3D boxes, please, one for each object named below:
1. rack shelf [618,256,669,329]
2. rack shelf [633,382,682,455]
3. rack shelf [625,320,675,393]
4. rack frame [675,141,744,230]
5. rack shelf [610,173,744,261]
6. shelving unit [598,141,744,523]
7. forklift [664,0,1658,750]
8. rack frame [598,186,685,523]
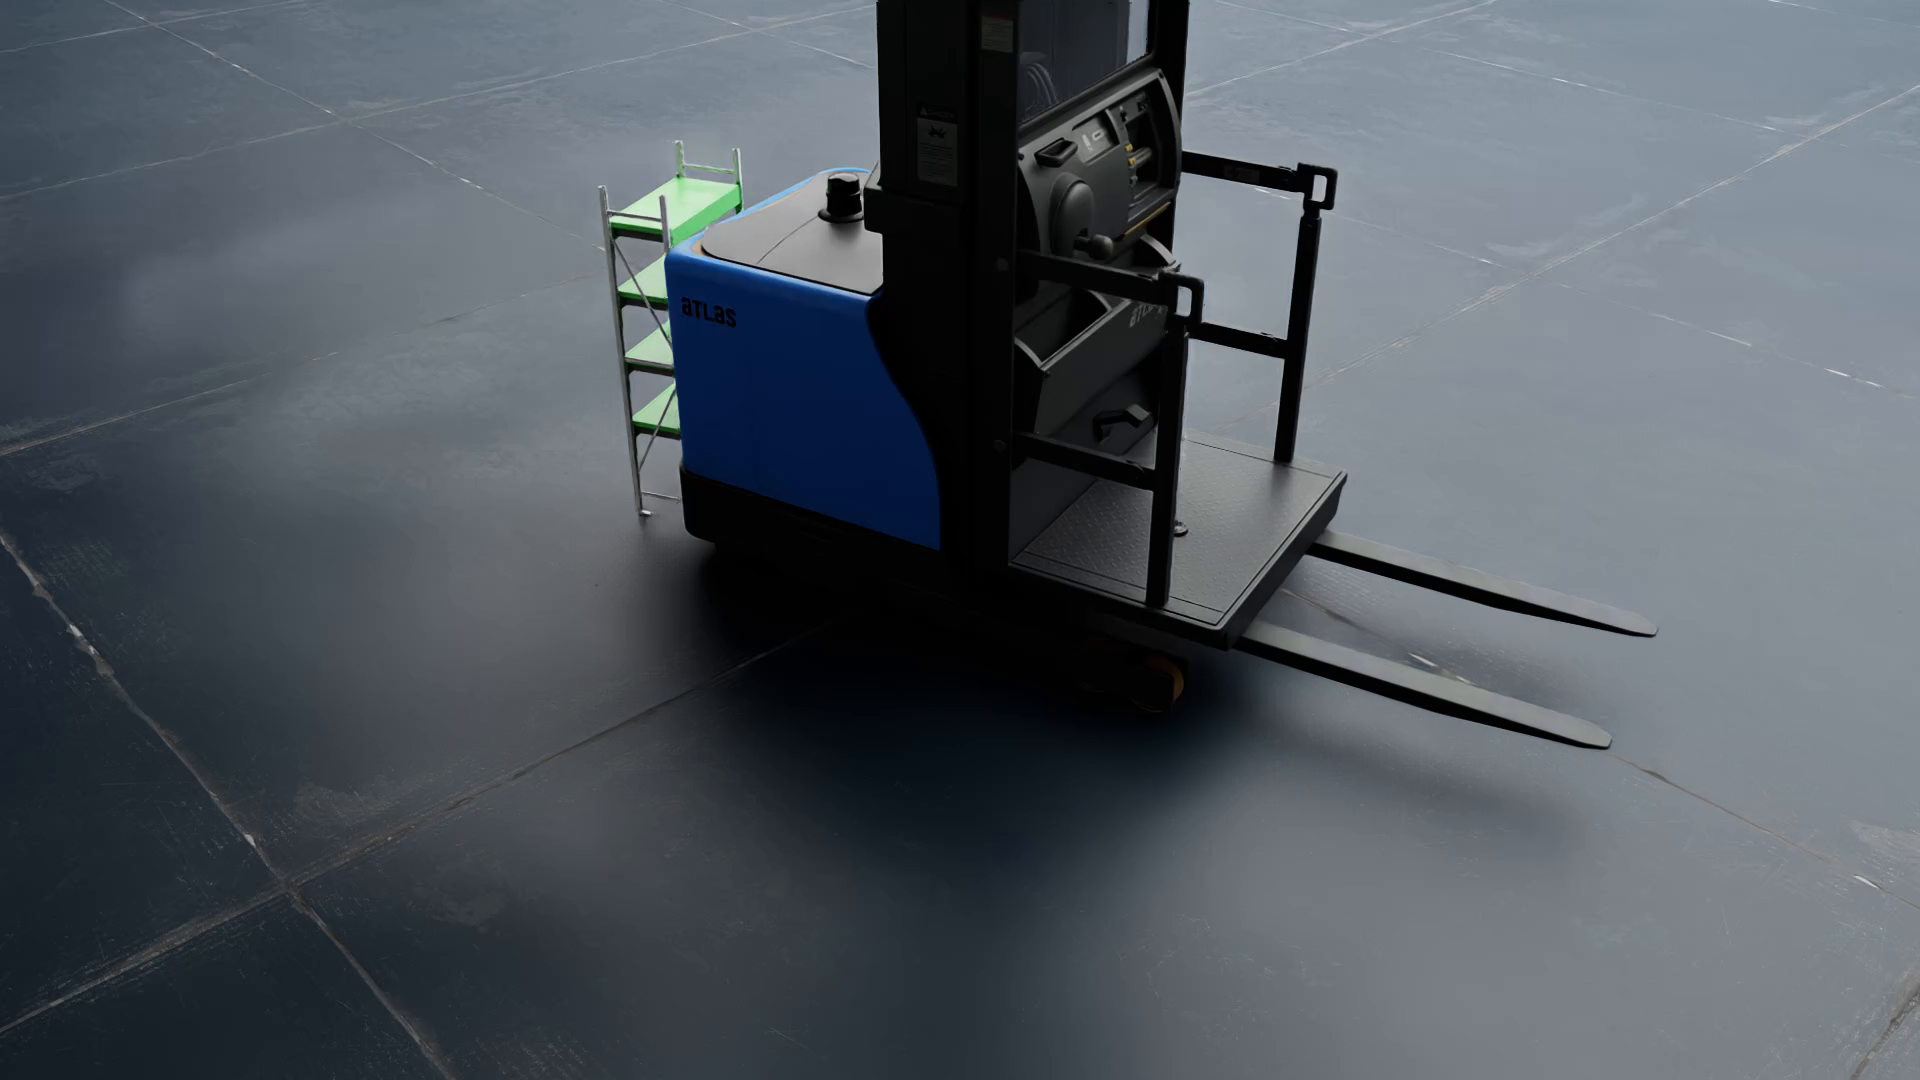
[{"bbox_3d":[-0.947,-0.859,5.667,0.258,0.148,0.480,12,33,18],"label":"rack shelf"},{"bbox_3d":[-0.947,-0.449,5.917,0.258,0.148,0.480,12,33,18],"label":"rack shelf"},{"bbox_3d":[-0.947,-0.654,5.792,0.258,0.148,0.480,12,33,18],"label":"rack shelf"},{"bbox_3d":[-0.858,-0.827,5.952,0.240,1.200,0.015,12,33,18],"label":"rack frame"},{"bbox_3d":[-0.947,-1.064,5.541,0.258,0.148,0.480,12,33,18],"label":"rack shelf"},{"bbox_3d":[-0.947,-0.709,5.758,0.258,1.200,0.503,12,33,18],"label":"shelving unit"},{"bbox_3d":[0.589,-1.059,4.672,3.031,2.935,1.130,17,35,26],"label":"forklift"},{"bbox_3d":[-1.035,-0.590,5.565,0.240,1.200,0.015,12,33,18],"label":"rack frame"}]
